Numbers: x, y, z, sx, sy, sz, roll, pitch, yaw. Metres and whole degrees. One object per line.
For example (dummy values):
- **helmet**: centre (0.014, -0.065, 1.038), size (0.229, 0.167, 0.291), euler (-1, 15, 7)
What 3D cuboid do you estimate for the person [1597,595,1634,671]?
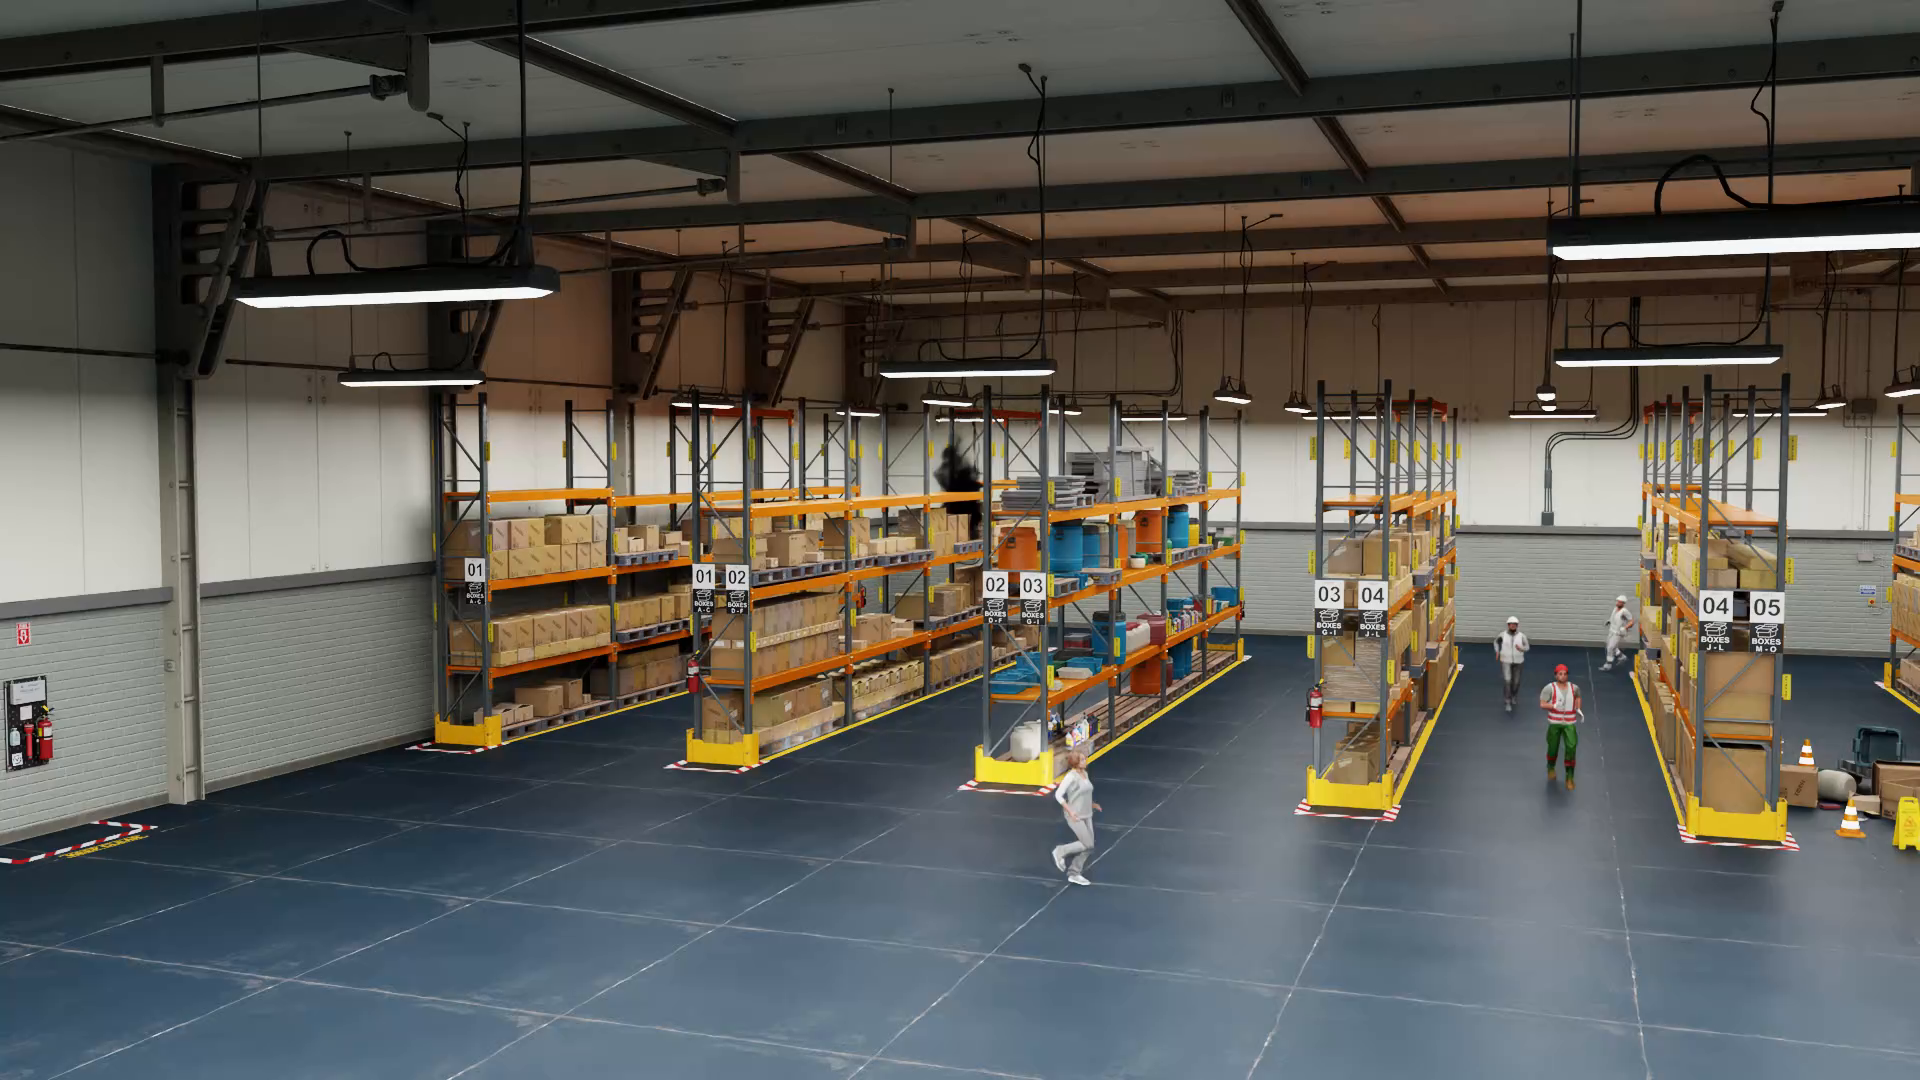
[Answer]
- **person**: centre (14.946, 2.126, 37.706), size (0.700, 1.747, 0.717), euler (-1, 3, -10)

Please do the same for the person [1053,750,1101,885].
- **person**: centre (1.360, 3.206, 19.236), size (0.545, 1.555, 0.536), euler (2, 4, 35)

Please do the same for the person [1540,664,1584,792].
- **person**: centre (8.987, 2.766, 24.840), size (0.653, 1.828, 0.869), euler (1, 3, 10)

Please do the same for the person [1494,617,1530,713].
- **person**: centre (10.693, 2.386, 32.226), size (0.638, 1.807, 0.876), euler (1, 3, 11)
